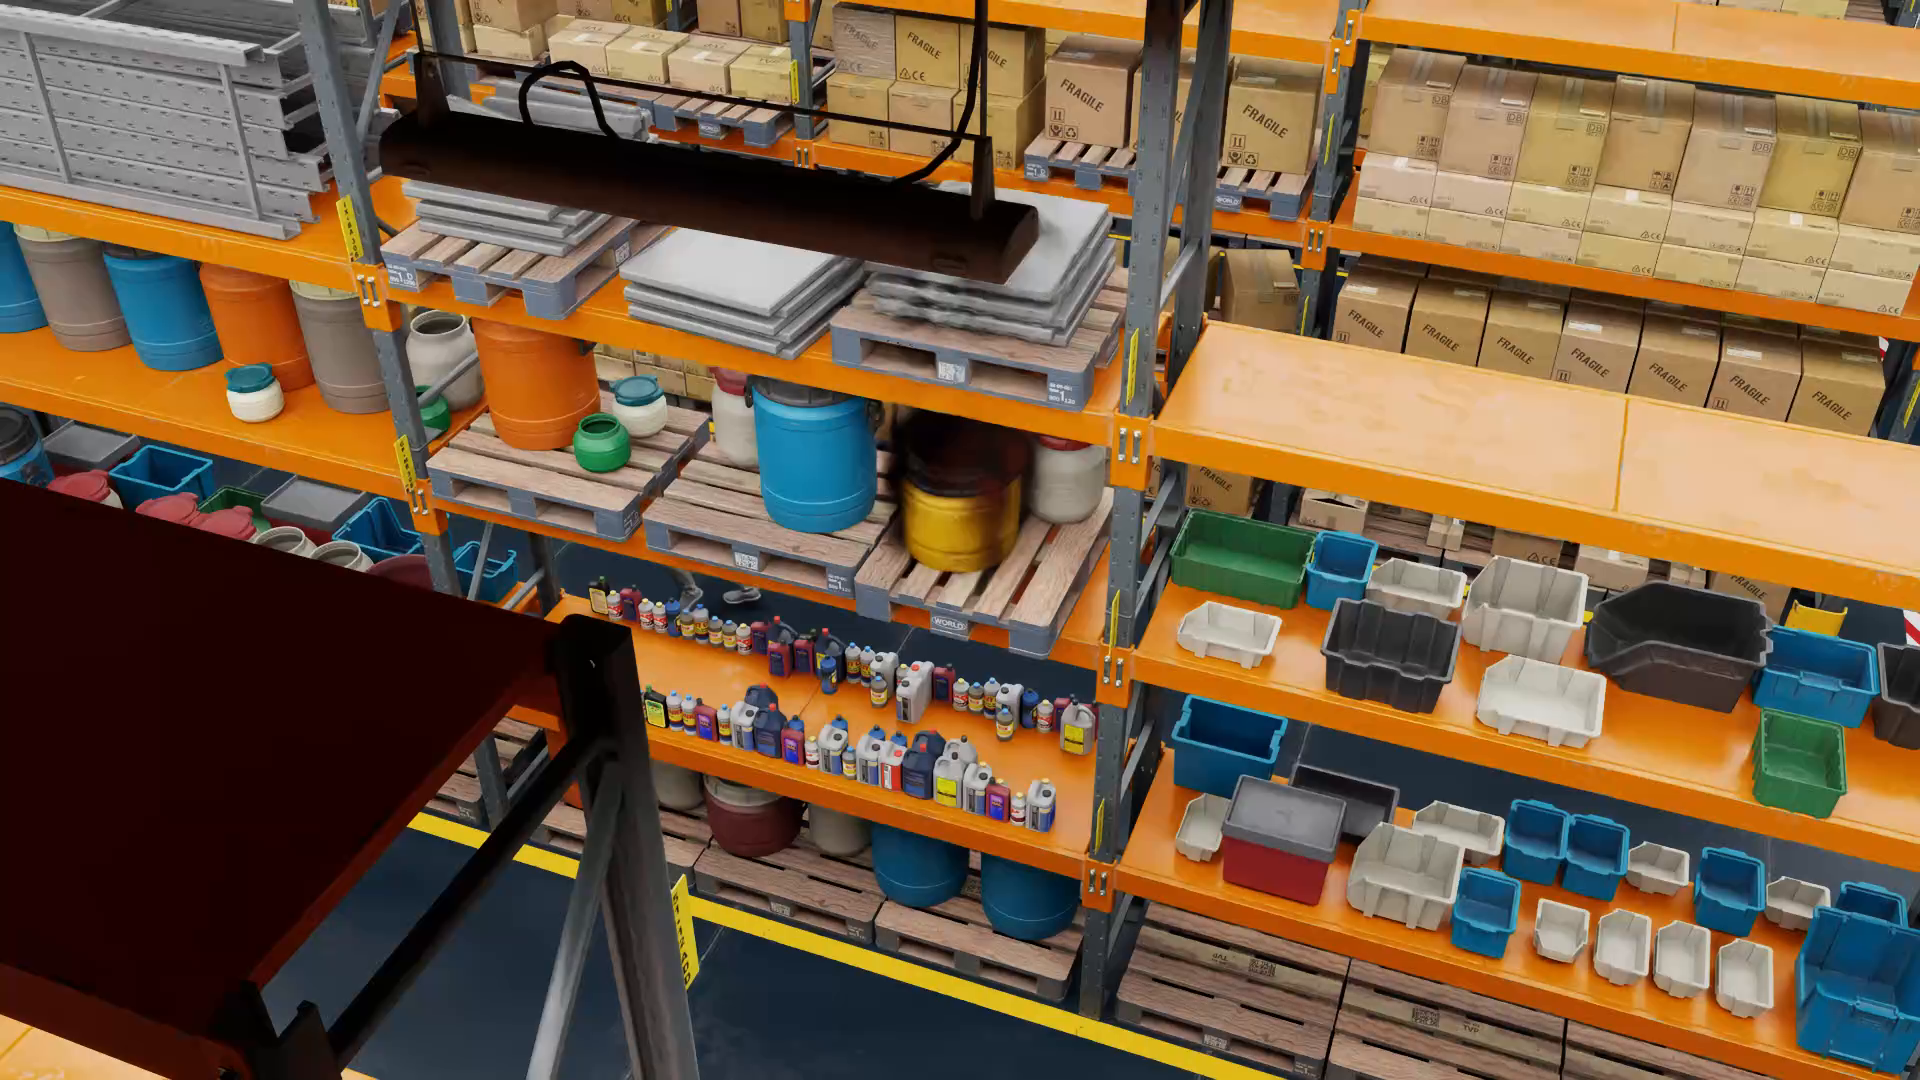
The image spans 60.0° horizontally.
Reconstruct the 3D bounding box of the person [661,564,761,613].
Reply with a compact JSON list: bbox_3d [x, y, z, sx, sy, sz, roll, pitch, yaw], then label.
[{"bbox_3d":[-1.983,-0.176,12.276,0.917,1.632,0.596,6,37,9],"label":"person"}]
